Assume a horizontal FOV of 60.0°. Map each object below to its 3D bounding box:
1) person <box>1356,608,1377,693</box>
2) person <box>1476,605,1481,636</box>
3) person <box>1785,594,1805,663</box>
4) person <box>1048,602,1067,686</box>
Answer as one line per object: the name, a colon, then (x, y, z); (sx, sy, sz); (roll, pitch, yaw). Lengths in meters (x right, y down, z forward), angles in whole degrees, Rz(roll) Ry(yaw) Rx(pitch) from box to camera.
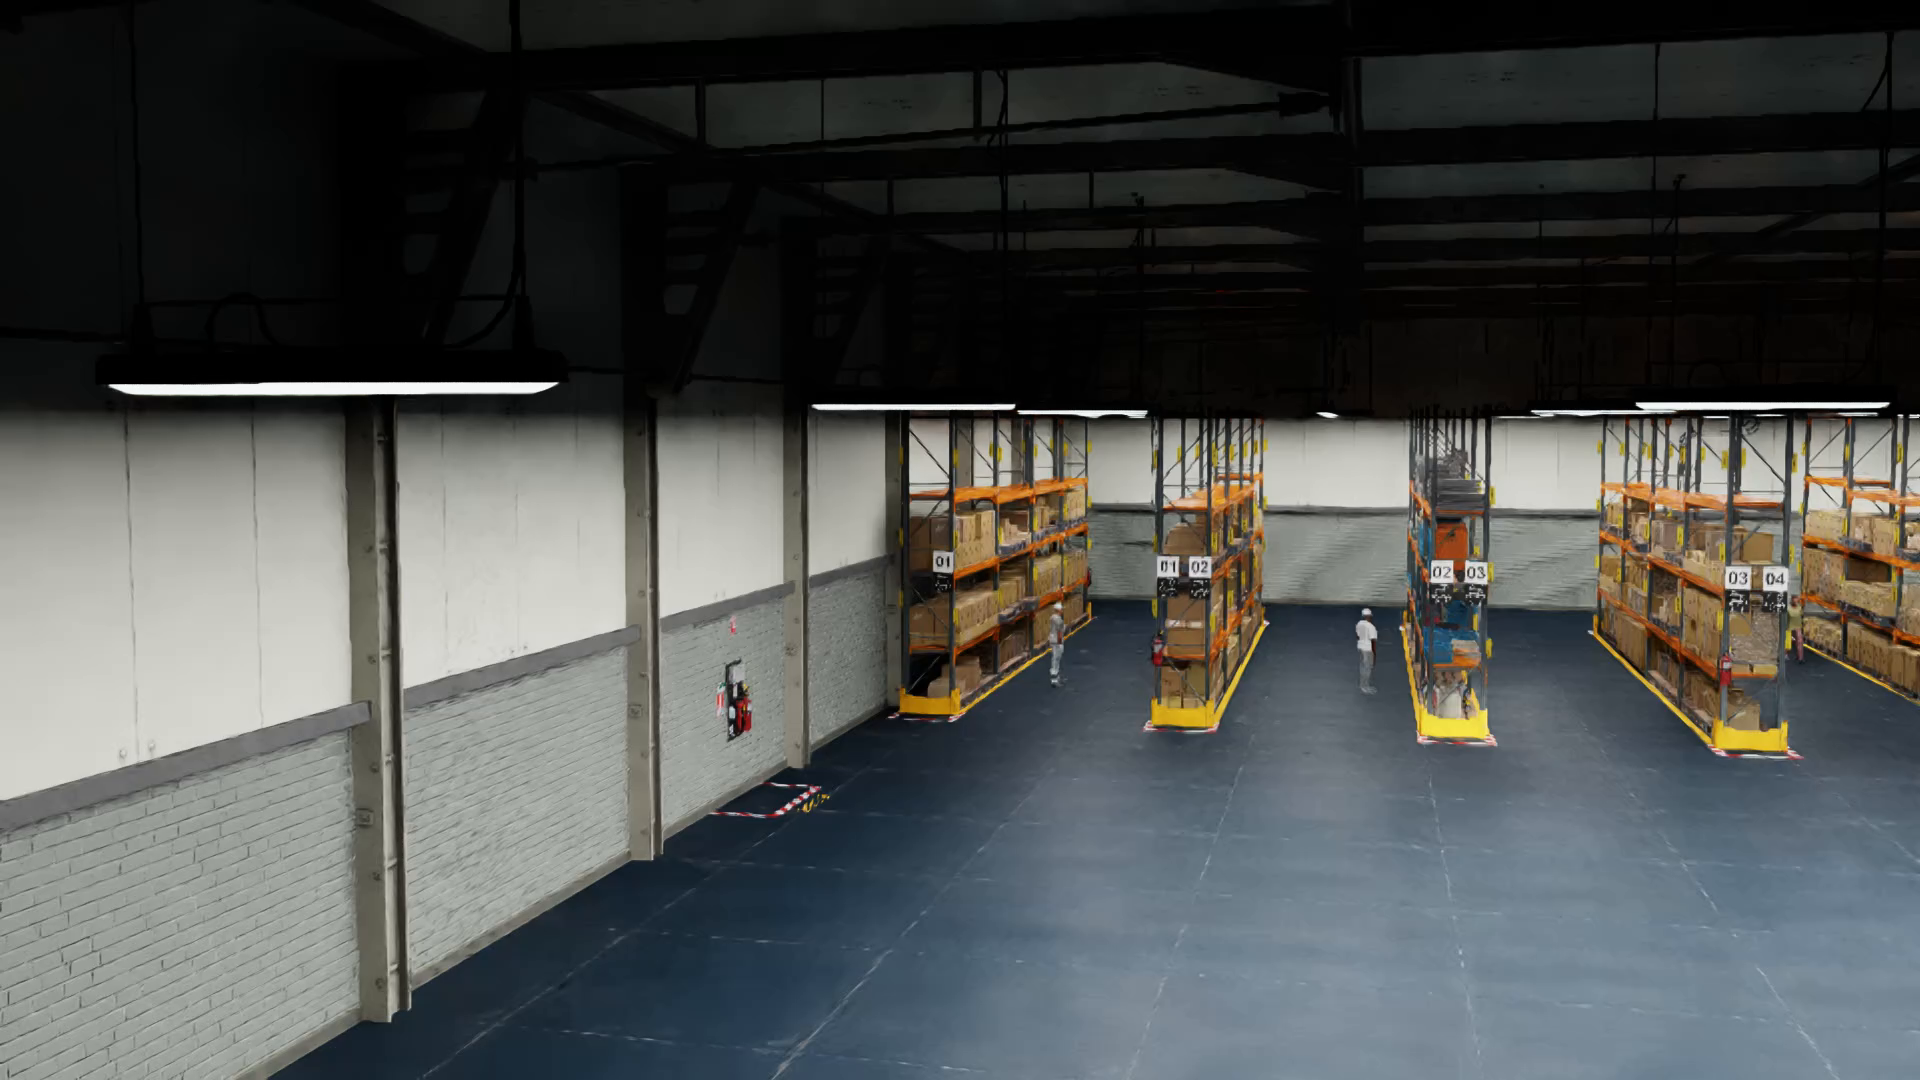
person: (8.592, 2.318, 34.969); (0.446, 1.756, 0.628); (-1, 4, -18)
person: (13.653, 1.749, 44.187); (0.639, 1.628, 0.512); (1, 4, 11)
person: (19.773, 2.080, 39.490); (0.448, 1.590, 1.110); (1, 4, 16)
person: (2.139, 2.232, 35.919); (0.468, 1.794, 0.625); (-1, 4, -12)
